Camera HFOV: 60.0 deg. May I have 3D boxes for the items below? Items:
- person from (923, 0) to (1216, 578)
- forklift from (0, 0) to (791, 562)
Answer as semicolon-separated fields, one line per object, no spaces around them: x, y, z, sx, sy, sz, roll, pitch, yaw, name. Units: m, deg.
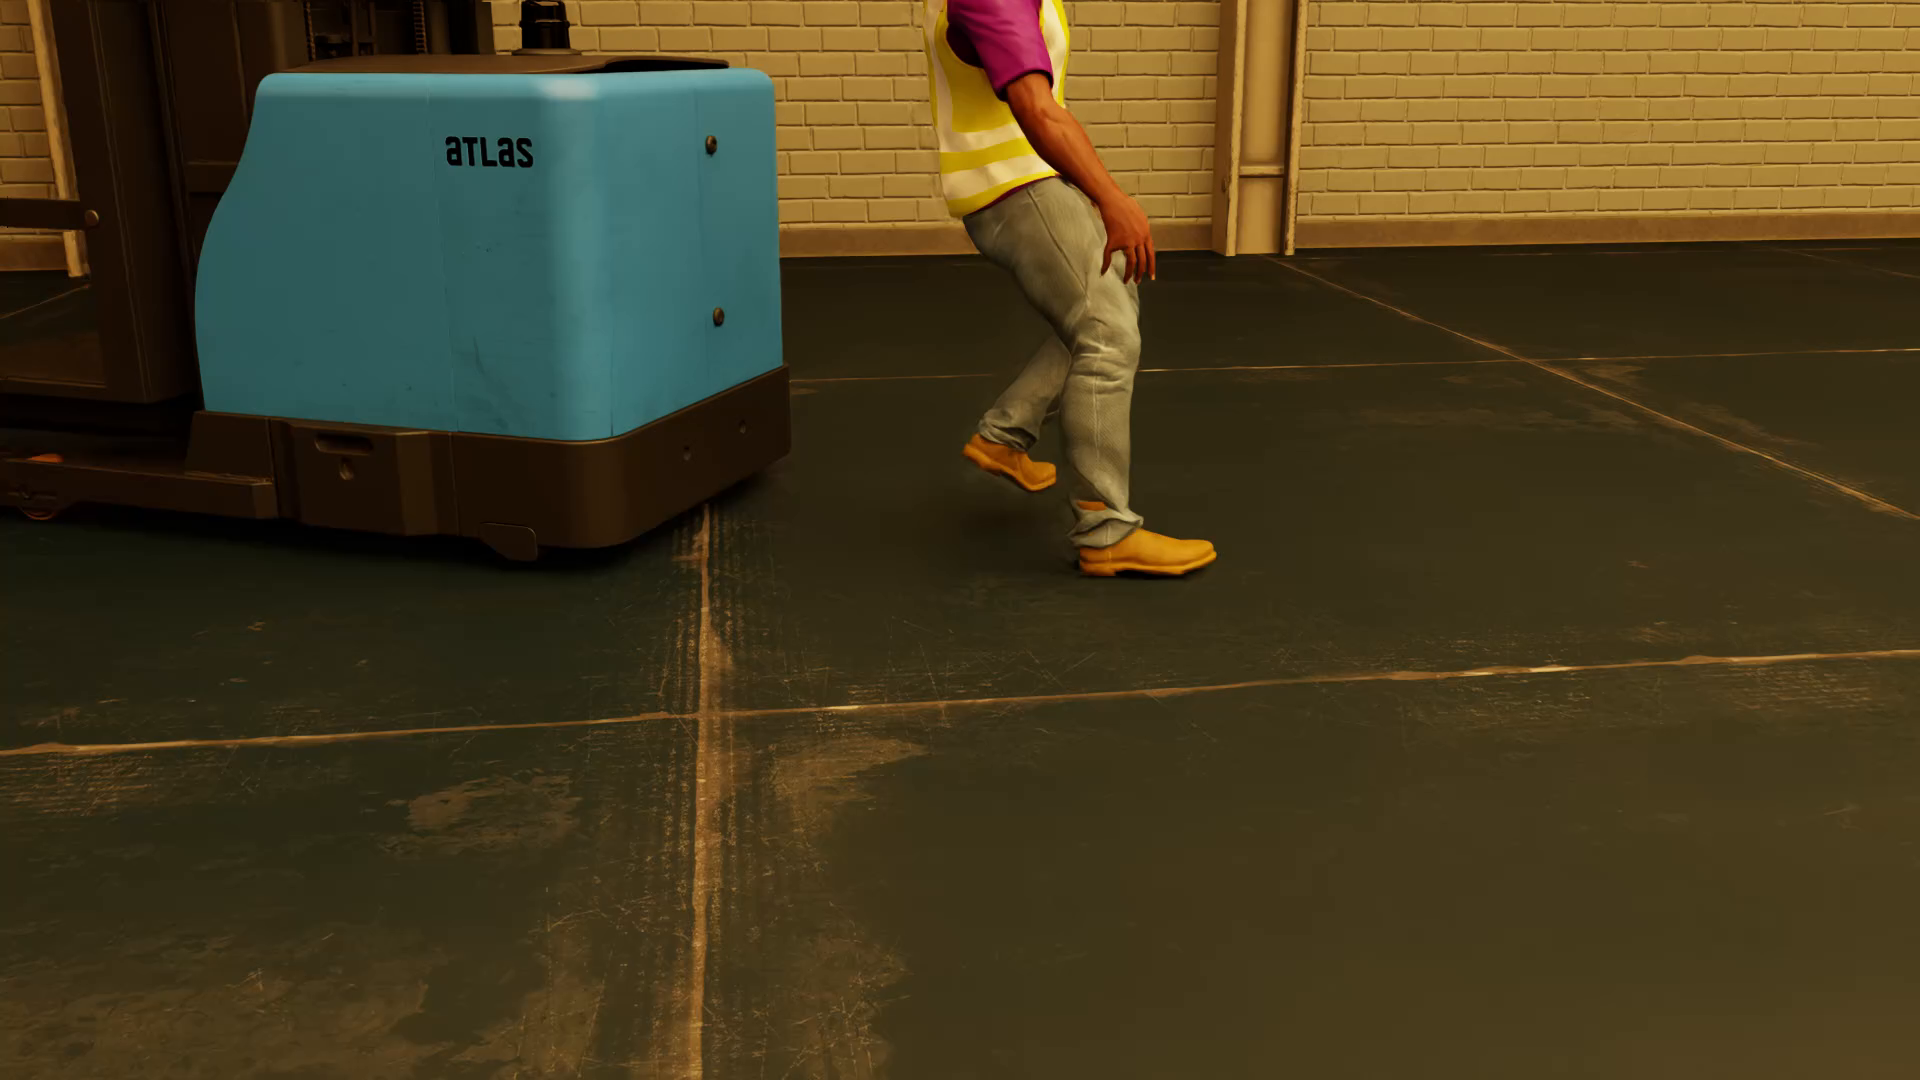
0.251;-0.810;3.779;0.667;1.669;0.779;1;17;2;person
-2.032;-1.589;4.158;3.031;2.935;1.130;6;18;18;forklift
